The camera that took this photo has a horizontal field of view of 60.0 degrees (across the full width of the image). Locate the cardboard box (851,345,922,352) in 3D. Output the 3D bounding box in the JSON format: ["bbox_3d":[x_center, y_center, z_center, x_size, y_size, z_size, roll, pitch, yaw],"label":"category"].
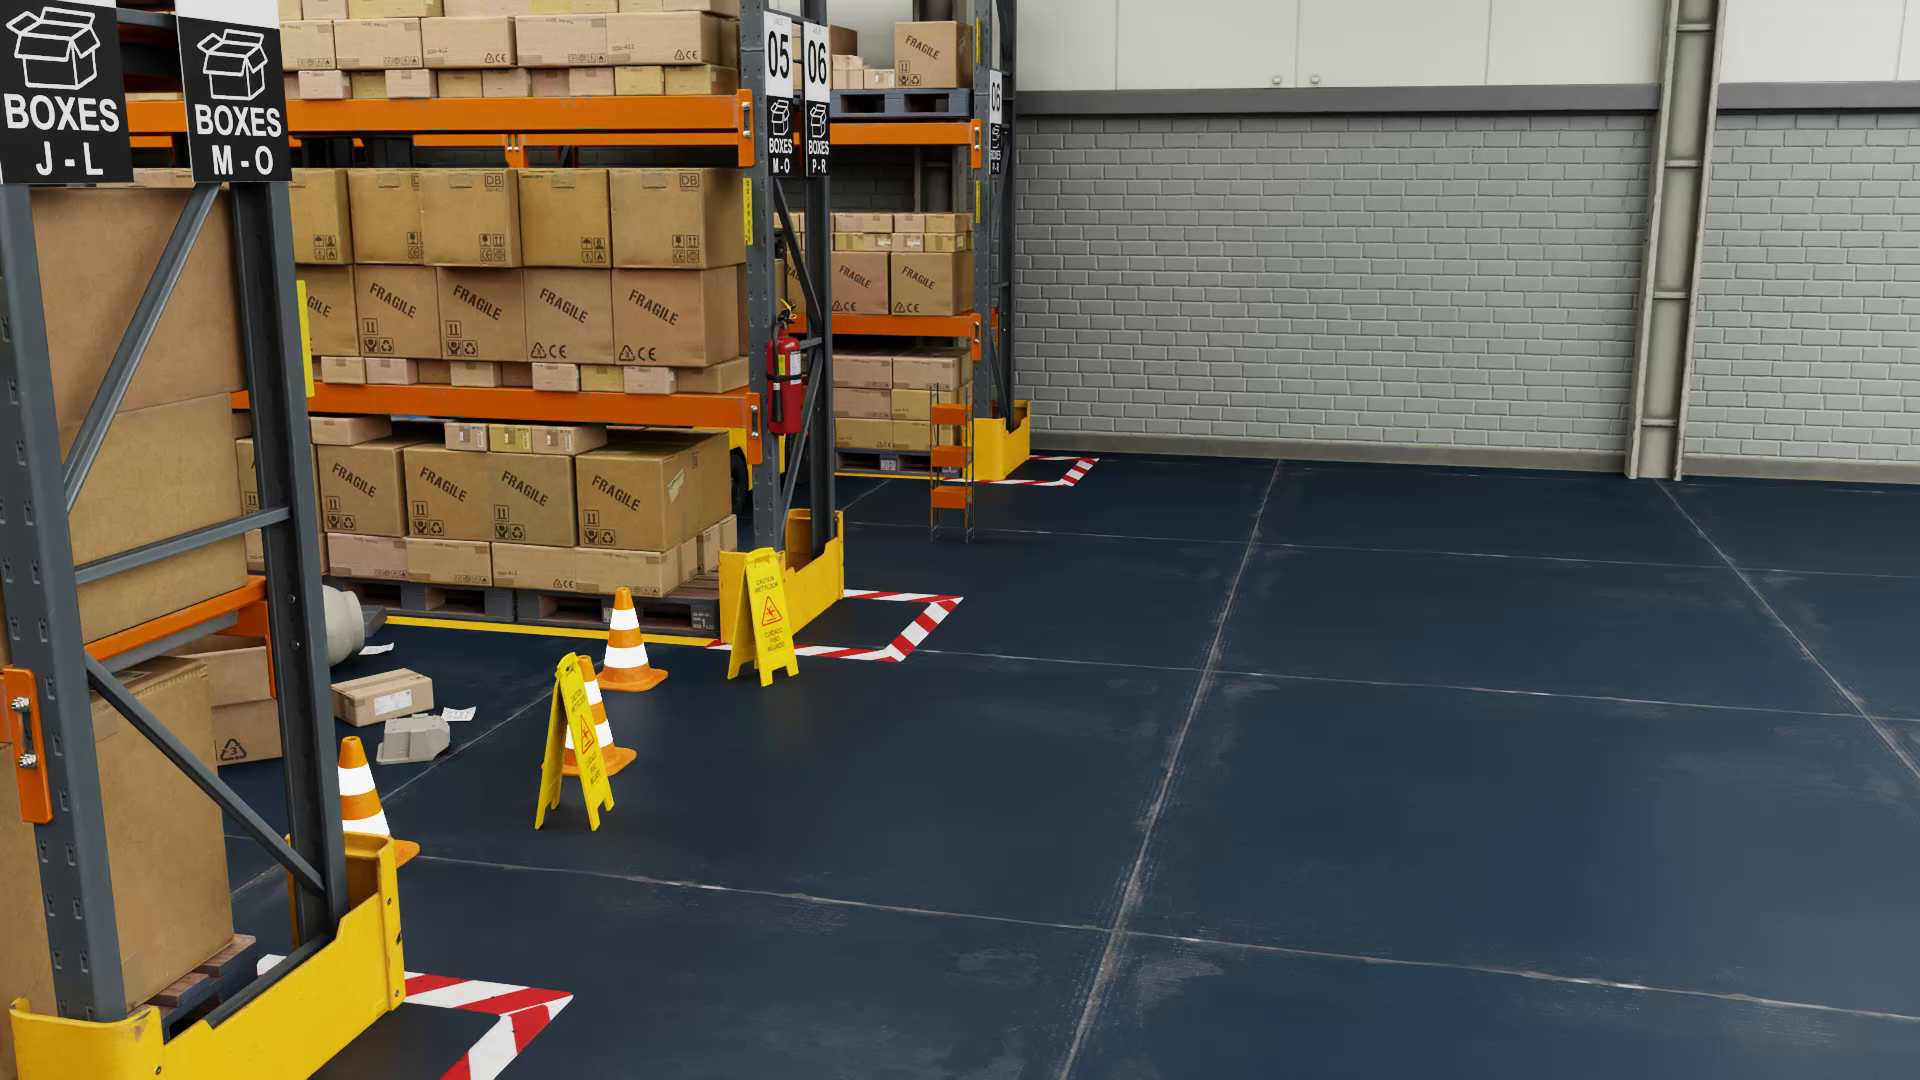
[{"bbox_3d":[-0.621,-1.511,14.190,0.500,0.250,0.500,3,13,14],"label":"cardboard box"}]

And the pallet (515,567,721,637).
[{"bbox_3d":[-1.753,0.281,9.479,1.213,0.211,1.003,3,13,14],"label":"pallet"}]

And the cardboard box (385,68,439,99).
[{"bbox_3d":[-2.815,-2.398,8.773,0.250,0.149,0.380,3,13,13],"label":"cardboard box"}]

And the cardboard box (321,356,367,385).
[{"bbox_3d":[-3.314,-0.959,9.212,0.250,0.149,0.380,3,13,14],"label":"cardboard box"}]

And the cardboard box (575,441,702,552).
[{"bbox_3d":[-1.740,-0.242,9.047,0.500,0.500,0.500,3,13,14],"label":"cardboard box"}]

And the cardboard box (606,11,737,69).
[{"bbox_3d":[-1.461,-2.533,8.459,0.500,0.250,0.500,3,13,13],"label":"cardboard box"}]

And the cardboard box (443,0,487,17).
[{"bbox_3d":[-2.509,-2.801,8.748,0.250,0.149,0.380,3,13,12],"label":"cardboard box"}]

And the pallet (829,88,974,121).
[{"bbox_3d":[-0.394,-3.534,13.516,1.213,0.211,1.003,3,13,14],"label":"pallet"}]

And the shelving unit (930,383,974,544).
[{"bbox_3d":[-0.052,-0.515,11.133,0.252,1.050,0.215,3,13,14],"label":"shelving unit"}]

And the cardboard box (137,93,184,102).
[{"bbox_3d":[-4.299,-2.482,9.151,0.250,0.149,0.380,3,13,14],"label":"cardboard box"}]

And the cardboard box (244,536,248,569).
[{"bbox_3d":[-4.275,-0.009,9.729,0.500,0.250,0.500,2,13,11],"label":"cardboard box"}]

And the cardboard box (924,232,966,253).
[{"bbox_3d":[-0.117,-2.395,13.375,0.250,0.149,0.380,3,13,14],"label":"cardboard box"}]

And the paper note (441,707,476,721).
[{"bbox_3d":[-2.294,0.792,7.591,0.142,0.019,0.148,-1,13,-6],"label":"paper note"}]

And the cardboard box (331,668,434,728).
[{"bbox_3d":[-2.655,0.722,7.636,0.250,0.149,0.380,12,17,43],"label":"cardboard box"}]

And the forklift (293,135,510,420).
[{"bbox_3d":[-4.148,-1.875,12.919,1.130,2.935,3.031,8,15,32],"label":"forklift"}]

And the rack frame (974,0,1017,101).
[{"bbox_3d":[0.286,-4.999,12.991,0.127,3.000,1.000,3,13,14],"label":"rack frame"}]

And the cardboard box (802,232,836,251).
[{"bbox_3d":[-1.118,-2.448,13.612,0.250,0.149,0.380,3,13,12],"label":"cardboard box"}]

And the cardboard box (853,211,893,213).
[{"bbox_3d":[-0.731,-2.691,14.022,0.250,0.149,0.380,3,13,14],"label":"cardboard box"}]

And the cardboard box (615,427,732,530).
[{"bbox_3d":[-1.639,-0.356,9.562,0.500,0.500,0.500,3,13,12],"label":"cardboard box"}]

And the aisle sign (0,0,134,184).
[{"bbox_3d":[-1.990,-1.183,3.638,0.004,0.787,0.394,3,13,14],"label":"aisle sign"}]

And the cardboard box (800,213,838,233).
[{"bbox_3d":[-1.123,-2.588,13.560,0.250,0.149,0.380,3,13,15],"label":"cardboard box"}]

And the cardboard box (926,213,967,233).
[{"bbox_3d":[-0.112,-2.556,13.412,0.250,0.149,0.380,3,13,14],"label":"cardboard box"}]

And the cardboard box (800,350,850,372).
[{"bbox_3d":[-1.225,-1.429,13.820,0.500,0.250,0.500,3,13,14],"label":"cardboard box"}]

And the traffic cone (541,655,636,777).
[{"bbox_3d":[-1.562,0.712,6.956,0.334,0.463,0.336,3,13,14],"label":"traffic cone"}]

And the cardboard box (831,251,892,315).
[{"bbox_3d":[-0.756,-2.119,13.627,0.500,0.500,0.500,3,13,15],"label":"cardboard box"}]

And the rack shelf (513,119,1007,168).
[{"bbox_3d":[-1.655,-3.288,13.862,4.000,0.370,1.077,3,13,14],"label":"rack shelf"}]

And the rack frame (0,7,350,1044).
[{"bbox_3d":[-1.987,0.020,4.220,0.127,3.000,1.000,3,13,14],"label":"rack frame"}]

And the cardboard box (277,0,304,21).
[{"bbox_3d":[-3.540,-2.836,8.904,0.250,0.149,0.380,3,13,12],"label":"cardboard box"}]

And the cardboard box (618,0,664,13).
[{"bbox_3d":[-1.540,-2.735,8.447,0.250,0.149,0.380,3,13,15],"label":"cardboard box"}]

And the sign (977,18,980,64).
[{"bbox_3d":[0.143,-3.815,12.718,0.005,0.325,0.100,3,13,14],"label":"sign"}]

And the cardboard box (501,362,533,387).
[{"bbox_3d":[-2.302,-0.936,9.106,0.250,0.149,0.380,3,13,14],"label":"cardboard box"}]

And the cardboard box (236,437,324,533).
[{"bbox_3d":[-3.752,-0.350,9.534,0.500,0.500,0.500,4,13,16],"label":"cardboard box"}]

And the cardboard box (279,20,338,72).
[{"bbox_3d":[-3.435,-2.637,8.926,0.500,0.250,0.500,3,13,14],"label":"cardboard box"}]

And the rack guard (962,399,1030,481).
[{"bbox_3d":[0.310,-0.849,13.906,0.348,0.500,1.175,3,13,14],"label":"rack guard"}]

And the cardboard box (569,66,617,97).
[{"bbox_3d":[-1.812,-2.355,8.578,0.250,0.149,0.380,3,13,15],"label":"cardboard box"}]

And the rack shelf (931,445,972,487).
[{"bbox_3d":[-0.052,-0.505,11.135,0.240,0.259,0.215,3,13,14],"label":"rack shelf"}]

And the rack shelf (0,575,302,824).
[{"bbox_3d":[-3.929,0.267,4.766,4.000,0.370,1.077,3,13,14],"label":"rack shelf"}]

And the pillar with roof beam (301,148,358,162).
[{"bbox_3d":[-7.030,-4.631,11.331,0.400,9.000,9.100,3,13,14],"label":"pillar with roof beam"}]

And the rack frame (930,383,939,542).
[{"bbox_3d":[-0.170,-0.522,11.161,0.008,1.050,0.200,3,13,14],"label":"rack frame"}]

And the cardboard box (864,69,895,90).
[{"bbox_3d":[-0.591,-3.645,13.193,0.250,0.149,0.380,3,13,12],"label":"cardboard box"}]

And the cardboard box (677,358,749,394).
[{"bbox_3d":[-1.314,-0.878,8.847,0.250,0.149,0.380,4,13,15],"label":"cardboard box"}]

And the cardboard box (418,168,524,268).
[{"bbox_3d":[-2.457,-1.722,8.844,0.500,0.500,0.700,3,13,13],"label":"cardboard box"}]

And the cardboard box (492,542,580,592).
[{"bbox_3d":[-2.250,0.097,9.251,0.500,0.250,0.500,3,13,14],"label":"cardboard box"}]

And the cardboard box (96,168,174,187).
[{"bbox_3d":[-4.408,-1.848,9.411,0.500,0.500,0.700,3,13,13],"label":"cardboard box"}]

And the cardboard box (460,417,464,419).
[{"bbox_3d":[-4.106,-1.349,14.900,0.625,0.625,0.875,4,13,16],"label":"cardboard box"}]

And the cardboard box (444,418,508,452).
[{"bbox_3d":[-2.611,-0.591,9.124,0.250,0.149,0.380,4,13,16],"label":"cardboard box"}]

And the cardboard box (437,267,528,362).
[{"bbox_3d":[-2.462,-1.244,9.000,0.500,0.500,0.500,3,13,13],"label":"cardboard box"}]
